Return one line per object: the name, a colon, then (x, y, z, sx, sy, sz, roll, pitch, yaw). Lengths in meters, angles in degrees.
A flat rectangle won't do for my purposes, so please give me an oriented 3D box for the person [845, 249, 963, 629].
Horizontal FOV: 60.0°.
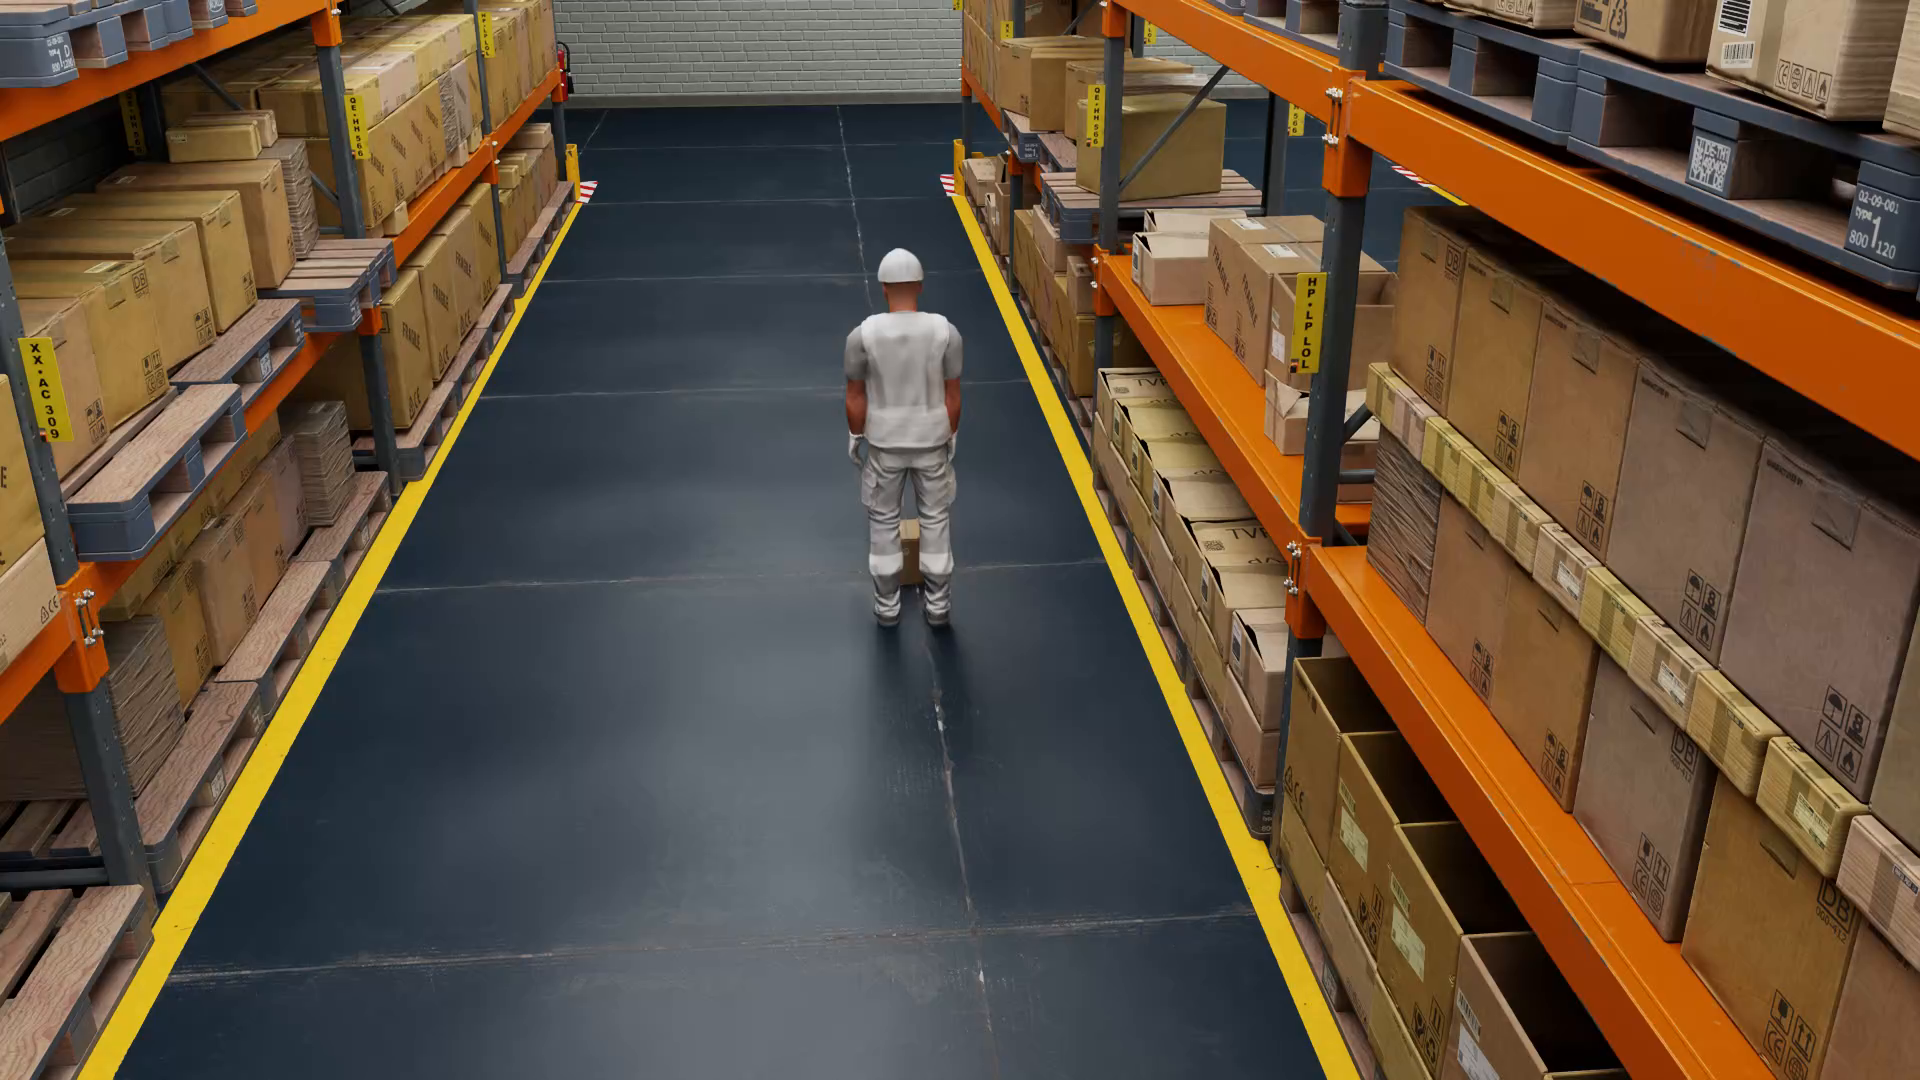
person: (-0.254, -0.449, 7.615, 0.528, 1.777, 0.358, -2, 24, -4)
